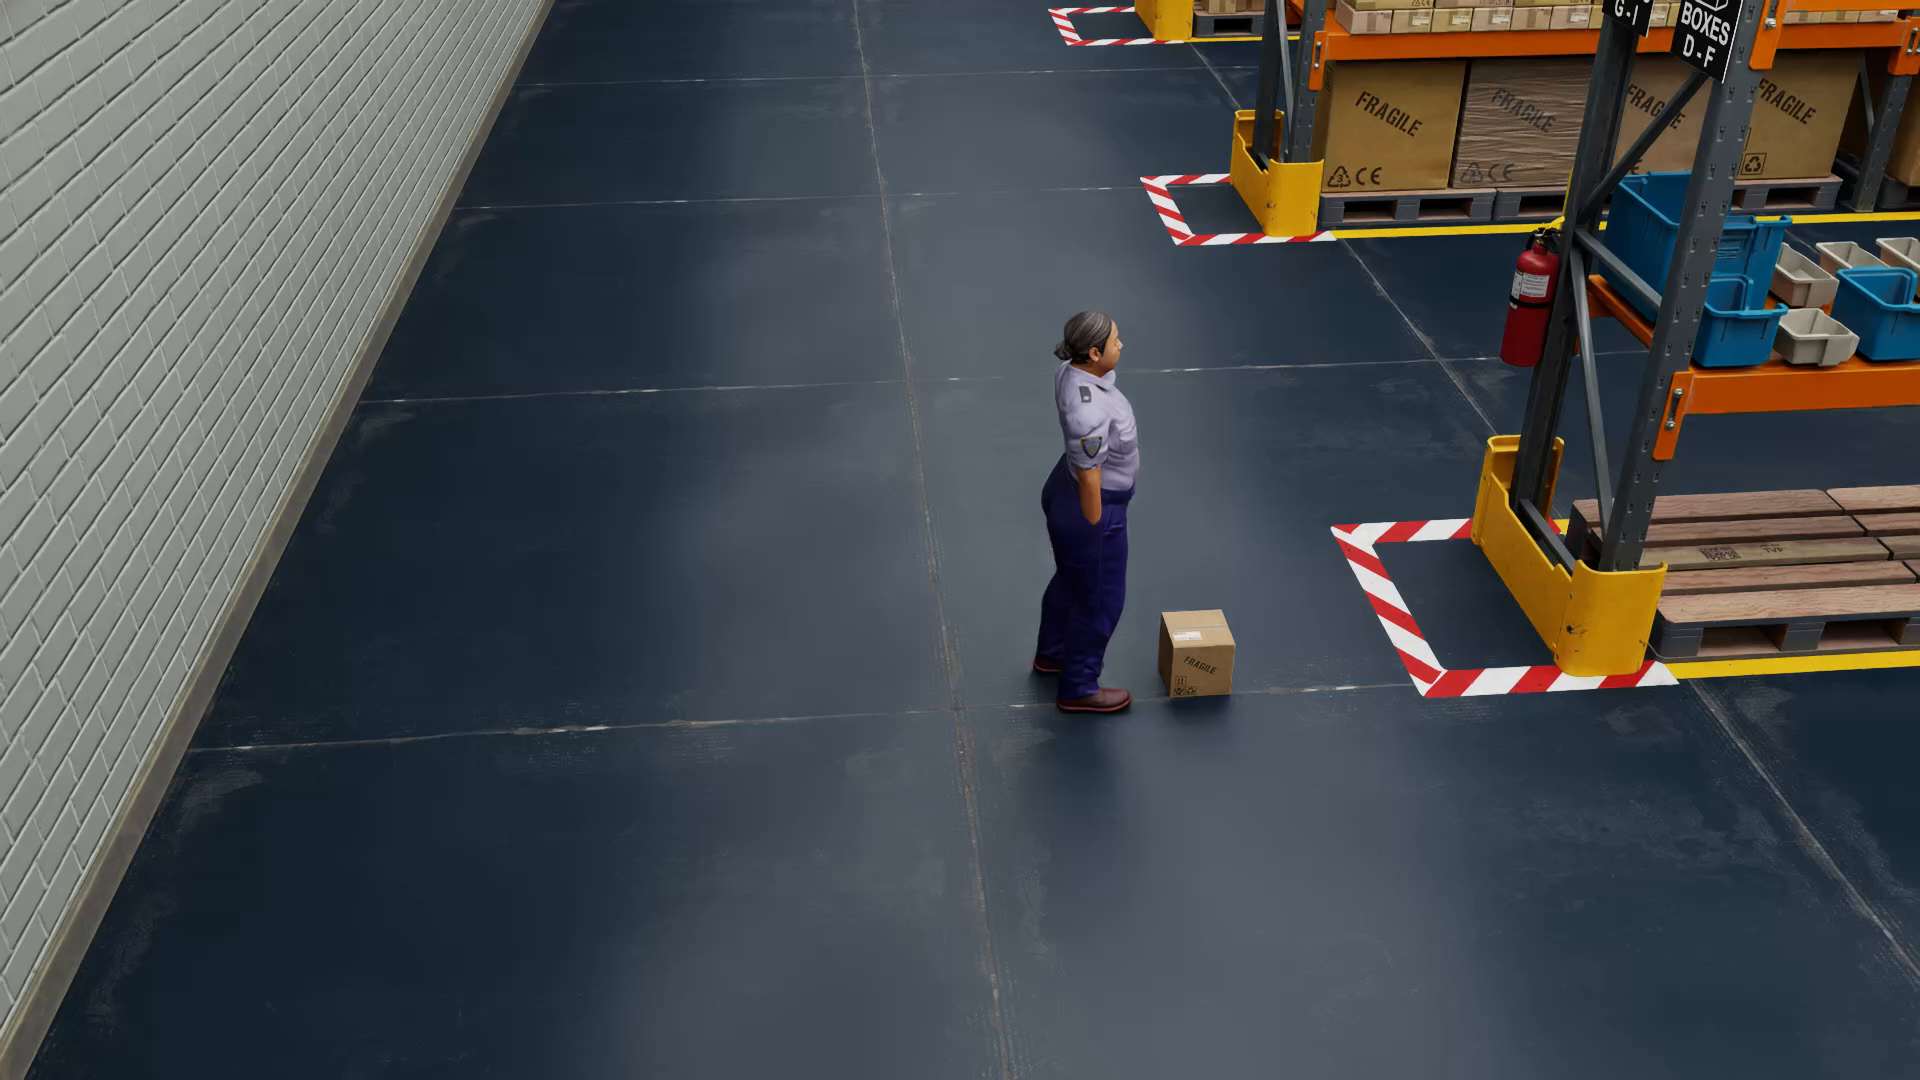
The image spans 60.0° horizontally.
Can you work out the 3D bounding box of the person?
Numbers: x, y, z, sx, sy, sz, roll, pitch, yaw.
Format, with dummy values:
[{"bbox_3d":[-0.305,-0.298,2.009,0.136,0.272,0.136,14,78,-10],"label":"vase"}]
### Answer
[{"bbox_3d":[0.490,-0.110,6.346,0.366,1.657,0.465,-2,31,-3],"label":"person"}]
